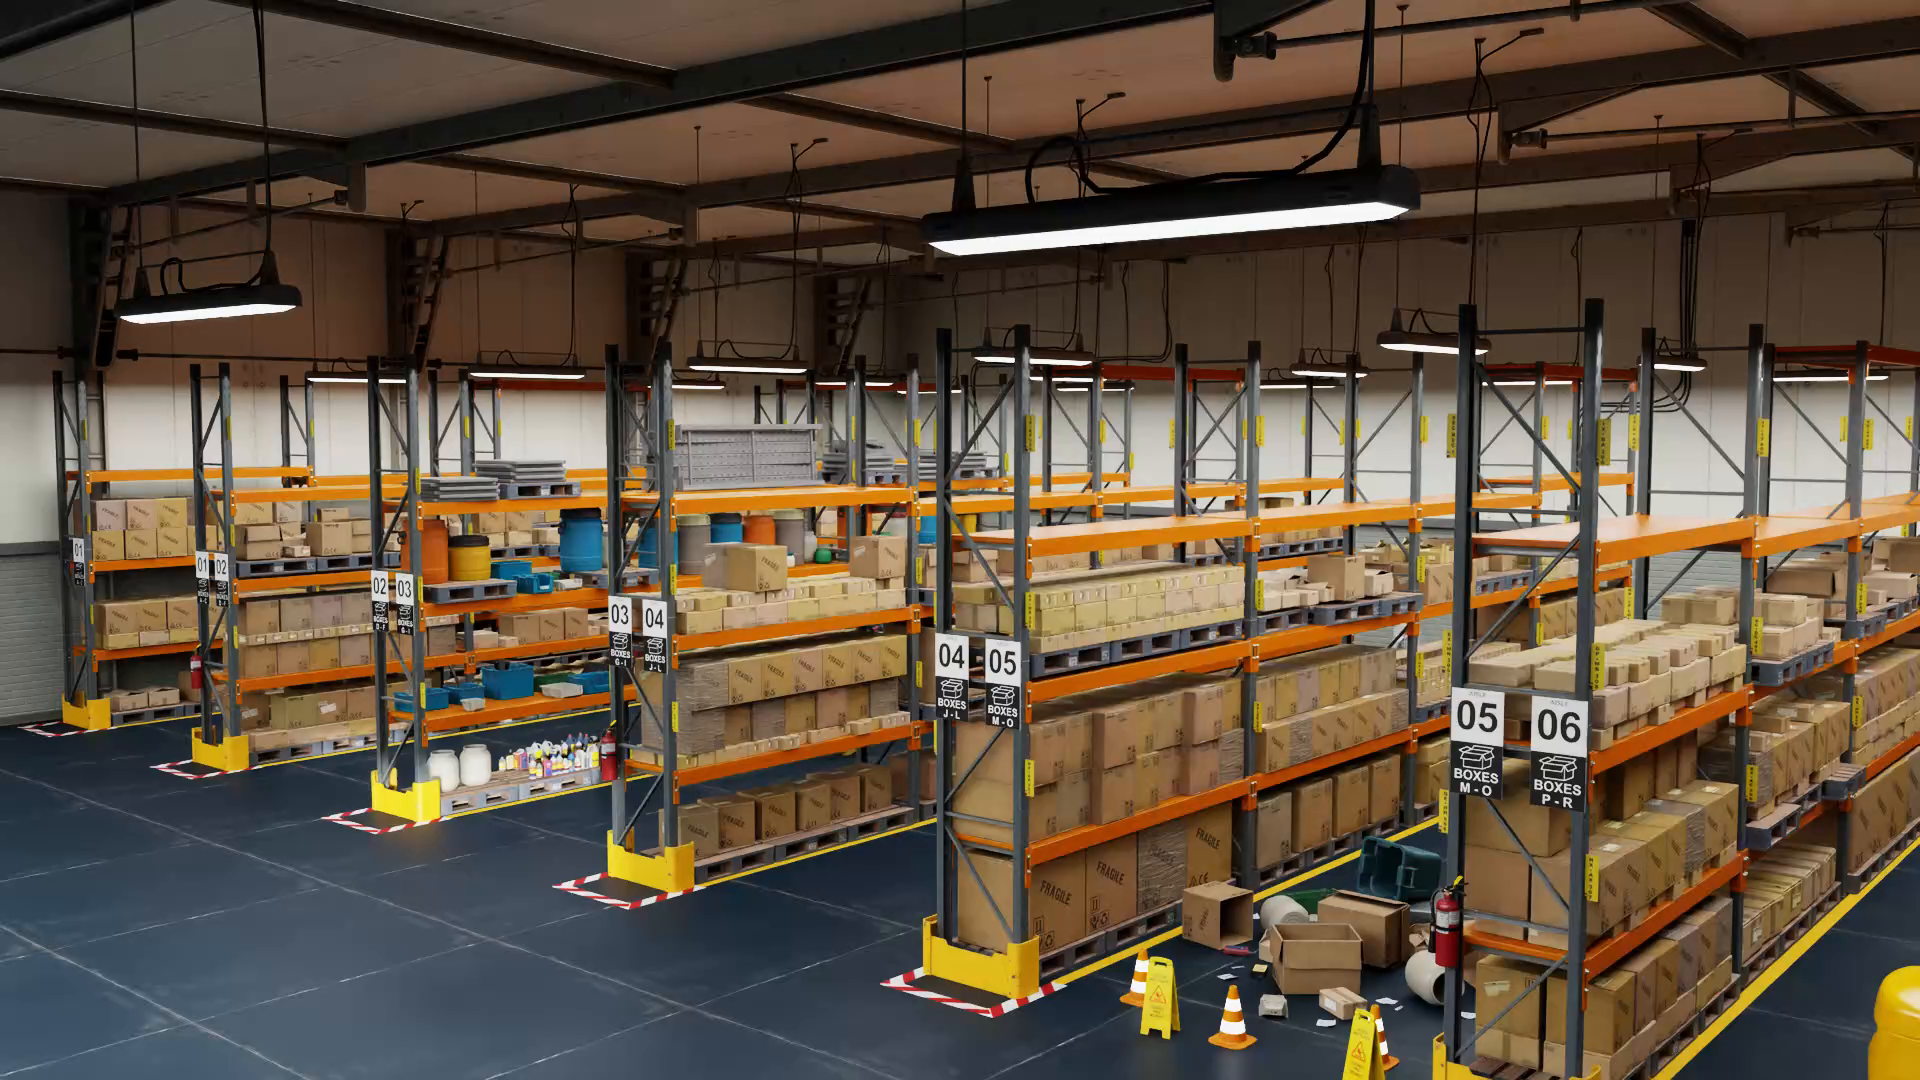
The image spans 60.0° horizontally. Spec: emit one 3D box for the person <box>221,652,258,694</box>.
[{"bbox_3d":[-11.697,2.322,27.066,0.616,1.800,0.423,-3,5,-36],"label":"person"}]

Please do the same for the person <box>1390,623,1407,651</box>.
[{"bbox_3d":[8.614,1.925,32.602,1.061,1.736,0.570,-1,4,-17],"label":"person"}]

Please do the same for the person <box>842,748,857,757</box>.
[{"bbox_3d":[-1.650,2.425,25.706,0.388,1.784,0.618,2,5,25],"label":"person"}]
